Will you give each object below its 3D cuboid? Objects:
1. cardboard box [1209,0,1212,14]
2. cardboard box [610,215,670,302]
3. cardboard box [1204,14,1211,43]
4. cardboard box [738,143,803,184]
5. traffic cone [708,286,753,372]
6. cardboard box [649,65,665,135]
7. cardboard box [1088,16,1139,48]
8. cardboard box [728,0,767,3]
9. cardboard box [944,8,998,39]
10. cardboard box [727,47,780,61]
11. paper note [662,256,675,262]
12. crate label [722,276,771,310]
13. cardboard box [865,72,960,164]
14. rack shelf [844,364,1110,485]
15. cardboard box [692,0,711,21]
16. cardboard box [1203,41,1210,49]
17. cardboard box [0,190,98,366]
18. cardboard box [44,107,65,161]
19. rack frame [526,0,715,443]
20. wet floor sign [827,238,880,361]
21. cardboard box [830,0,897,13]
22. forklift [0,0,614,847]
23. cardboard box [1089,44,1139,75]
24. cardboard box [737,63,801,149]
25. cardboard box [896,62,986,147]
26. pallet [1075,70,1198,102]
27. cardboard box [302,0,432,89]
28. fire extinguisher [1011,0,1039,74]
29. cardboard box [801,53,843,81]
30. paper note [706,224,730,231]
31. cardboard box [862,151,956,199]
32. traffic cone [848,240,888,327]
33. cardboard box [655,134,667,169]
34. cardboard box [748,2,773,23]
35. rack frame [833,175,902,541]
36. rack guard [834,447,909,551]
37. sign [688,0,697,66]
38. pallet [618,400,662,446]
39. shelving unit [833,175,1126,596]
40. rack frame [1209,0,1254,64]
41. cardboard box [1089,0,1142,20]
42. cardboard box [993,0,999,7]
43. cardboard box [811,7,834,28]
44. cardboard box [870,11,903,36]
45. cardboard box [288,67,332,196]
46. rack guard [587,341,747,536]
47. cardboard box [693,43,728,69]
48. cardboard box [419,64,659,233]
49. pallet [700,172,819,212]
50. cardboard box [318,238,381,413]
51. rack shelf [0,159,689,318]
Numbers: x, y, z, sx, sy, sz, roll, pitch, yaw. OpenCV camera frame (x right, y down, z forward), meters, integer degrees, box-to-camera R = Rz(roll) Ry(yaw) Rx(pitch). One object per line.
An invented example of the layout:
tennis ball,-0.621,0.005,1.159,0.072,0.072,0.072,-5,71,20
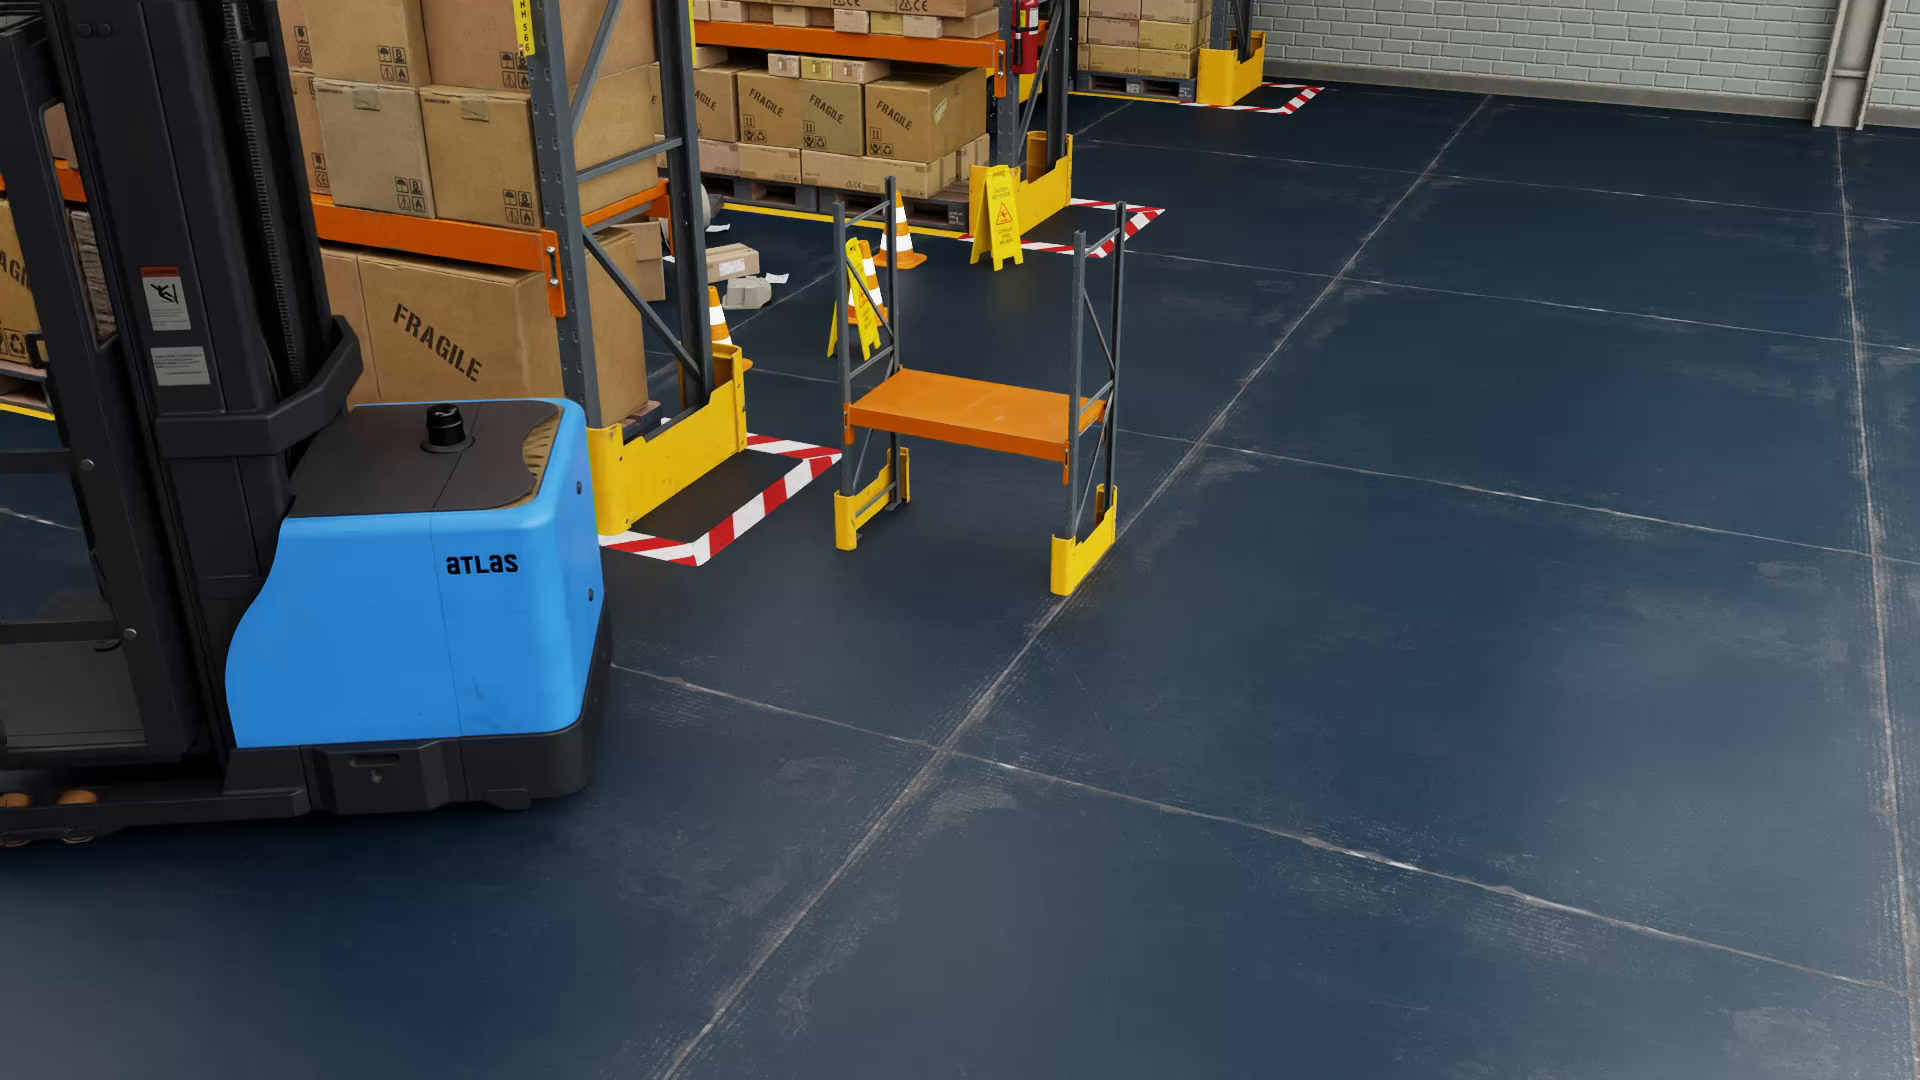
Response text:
cardboard box,2.202,-5.197,15.916,0.500,0.250,0.500,11,28,21
cardboard box,-2.137,-1.816,10.370,0.637,0.503,0.797,-7,27,-14
cardboard box,2.220,-4.978,16.037,0.500,0.250,0.500,12,29,23
cardboard box,-1.284,-2.819,12.217,0.500,0.250,0.500,10,28,20
traffic cone,-1.342,-1.154,9.071,0.334,0.463,0.336,11,28,22
cardboard box,-2.213,-3.346,12.439,0.500,0.500,0.500,13,29,24
cardboard box,1.537,-4.868,15.814,0.500,0.250,0.500,11,28,21
cardboard box,-1.459,-4.087,11.704,0.500,0.500,0.500,12,29,22
cardboard box,0.081,-3.503,11.253,0.250,0.149,0.380,12,29,24
cardboard box,-1.553,-3.470,12.692,0.500,0.500,0.500,13,29,24
paper note,-1.885,-1.884,11.055,0.142,0.019,0.148,23,35,39
crate label,-1.306,-1.519,10.181,0.298,0.136,0.250,-2,26,-5
cardboard box,-0.327,-2.966,11.667,0.500,0.500,0.500,12,28,22
rack shelf,0.078,-0.496,6.966,1.000,0.185,0.538,11,28,22
cardboard box,-1.816,-3.828,11.913,0.250,0.149,0.380,12,28,22
cardboard box,2.195,-4.753,16.146,0.500,0.250,0.500,11,28,22
cardboard box,-4.544,-1.448,8.725,0.875,0.875,0.875,12,29,23
cardboard box,-4.237,-2.269,8.293,0.550,0.550,0.875,11,28,22
rack frame,-1.447,-1.624,7.154,0.127,3.000,1.000,11,28,22
wet floor sign,-0.601,-1.359,9.280,0.232,0.644,0.267,6,27,13
cardboard box,-0.552,-3.893,11.312,0.500,0.500,0.500,11,28,22
forklift,-2.769,-0.588,5.125,3.031,2.935,1.130,-2,26,-5
cardboard box,1.554,-4.638,15.912,0.500,0.250,0.500,11,28,22
cardboard box,-1.260,-3.155,12.051,0.500,0.500,0.500,11,28,21
cardboard box,-0.131,-3.187,12.116,0.500,0.500,0.500,10,28,20
pallet,1.848,-4.502,16.155,1.213,0.211,1.003,11,28,22
cardboard box,-2.307,-2.323,7.180,0.550,0.550,0.875,11,28,22
fire extinguisher,0.424,-3.392,10.832,0.183,0.674,0.296,11,28,22
cardboard box,-0.916,-3.345,11.701,0.250,0.149,0.380,12,29,23
paper note,-1.699,-2.194,11.672,0.148,0.019,0.142,2,26,4
cardboard box,-0.359,-2.632,11.838,0.500,0.250,0.500,11,28,22
traffic cone,-0.565,-1.547,9.867,0.334,0.463,0.336,11,28,22
cardboard box,-2.215,-3.010,12.605,0.500,0.250,0.500,13,29,25
cardboard box,-1.302,-3.790,11.837,0.250,0.149,0.380,11,28,22
rack frame,-0.385,-0.750,7.076,0.032,1.500,0.500,11,28,22
rack guard,-0.384,-0.189,7.351,0.087,0.250,0.587,11,28,22
sign,-1.211,-2.270,7.396,0.005,0.325,0.100,11,28,22
pallet,-2.207,-0.488,8.003,1.213,0.211,1.003,11,28,22
shelving unit,0.069,-0.659,6.890,1.083,1.500,0.587,11,28,22
rack frame,2.562,-5.630,15.289,0.127,3.000,1.000,11,28,22
cardboard box,1.546,-5.083,15.684,0.500,0.250,0.500,12,29,23
cardboard box,0.194,-4.010,11.548,0.500,0.500,0.500,11,28,21
cardboard box,-0.842,-3.698,11.650,0.250,0.149,0.380,12,29,23
cardboard box,-0.420,-3.560,11.370,0.250,0.149,0.380,11,28,21
cardboard box,-2.771,-1.986,7.718,0.550,0.550,0.875,11,28,22
rack guard,-1.425,-0.499,7.697,0.348,0.500,1.175,11,28,22
cardboard box,-1.902,-3.542,12.103,0.250,0.149,0.380,13,29,25
cardboard box,-1.803,-1.741,7.221,0.550,0.550,0.875,11,28,22
pallet,-1.390,-2.783,12.663,1.213,0.211,1.003,11,28,22
cardboard box,-2.893,-1.117,8.053,0.875,0.875,0.875,11,28,21
rack shelf,-3.267,-1.667,8.055,4.000,0.370,1.077,11,28,22
